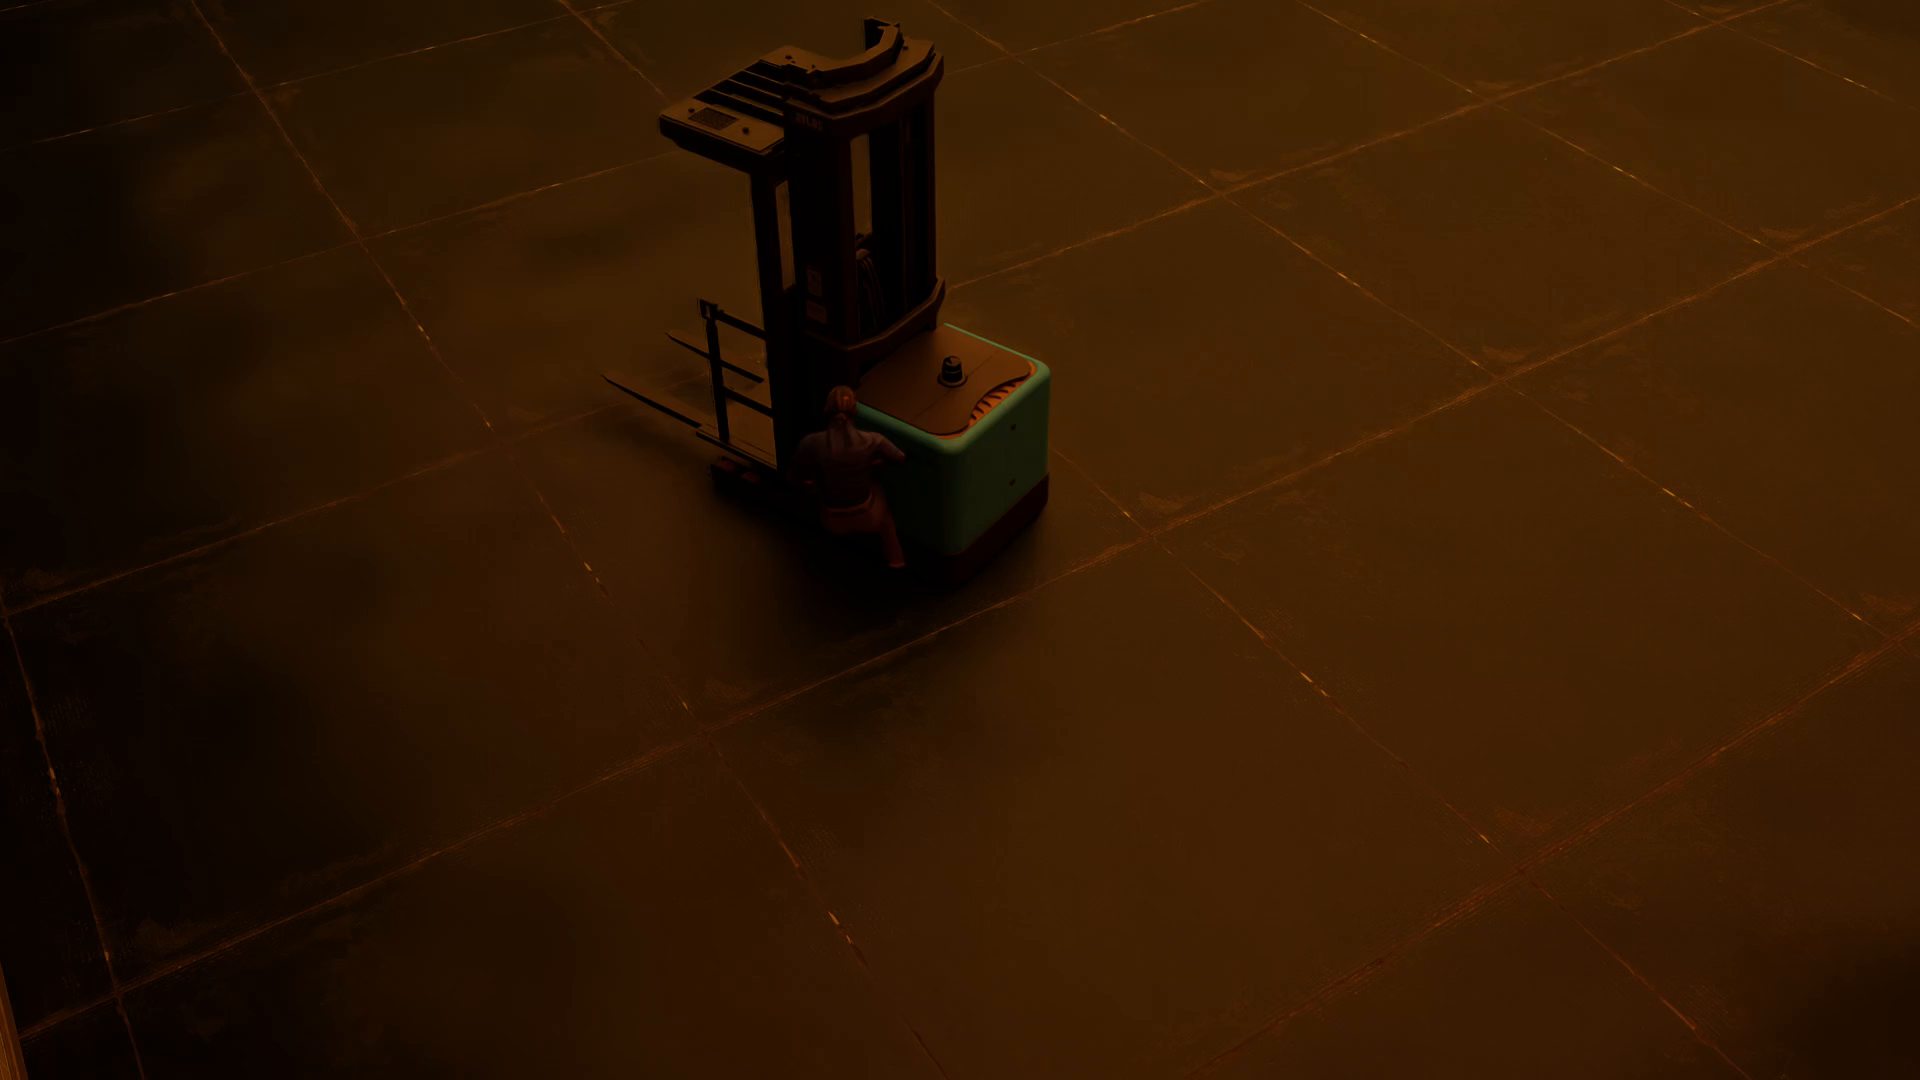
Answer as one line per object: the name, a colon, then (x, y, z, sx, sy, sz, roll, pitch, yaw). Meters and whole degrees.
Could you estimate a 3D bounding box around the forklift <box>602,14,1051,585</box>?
forklift: (-0.949, -1.620, 9.725, 3.031, 2.935, 1.130, 25, 47, 26)

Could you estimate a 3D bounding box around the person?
person: (-0.616, -0.357, 9.446, 0.720, 1.450, 0.801, -4, 41, -4)
